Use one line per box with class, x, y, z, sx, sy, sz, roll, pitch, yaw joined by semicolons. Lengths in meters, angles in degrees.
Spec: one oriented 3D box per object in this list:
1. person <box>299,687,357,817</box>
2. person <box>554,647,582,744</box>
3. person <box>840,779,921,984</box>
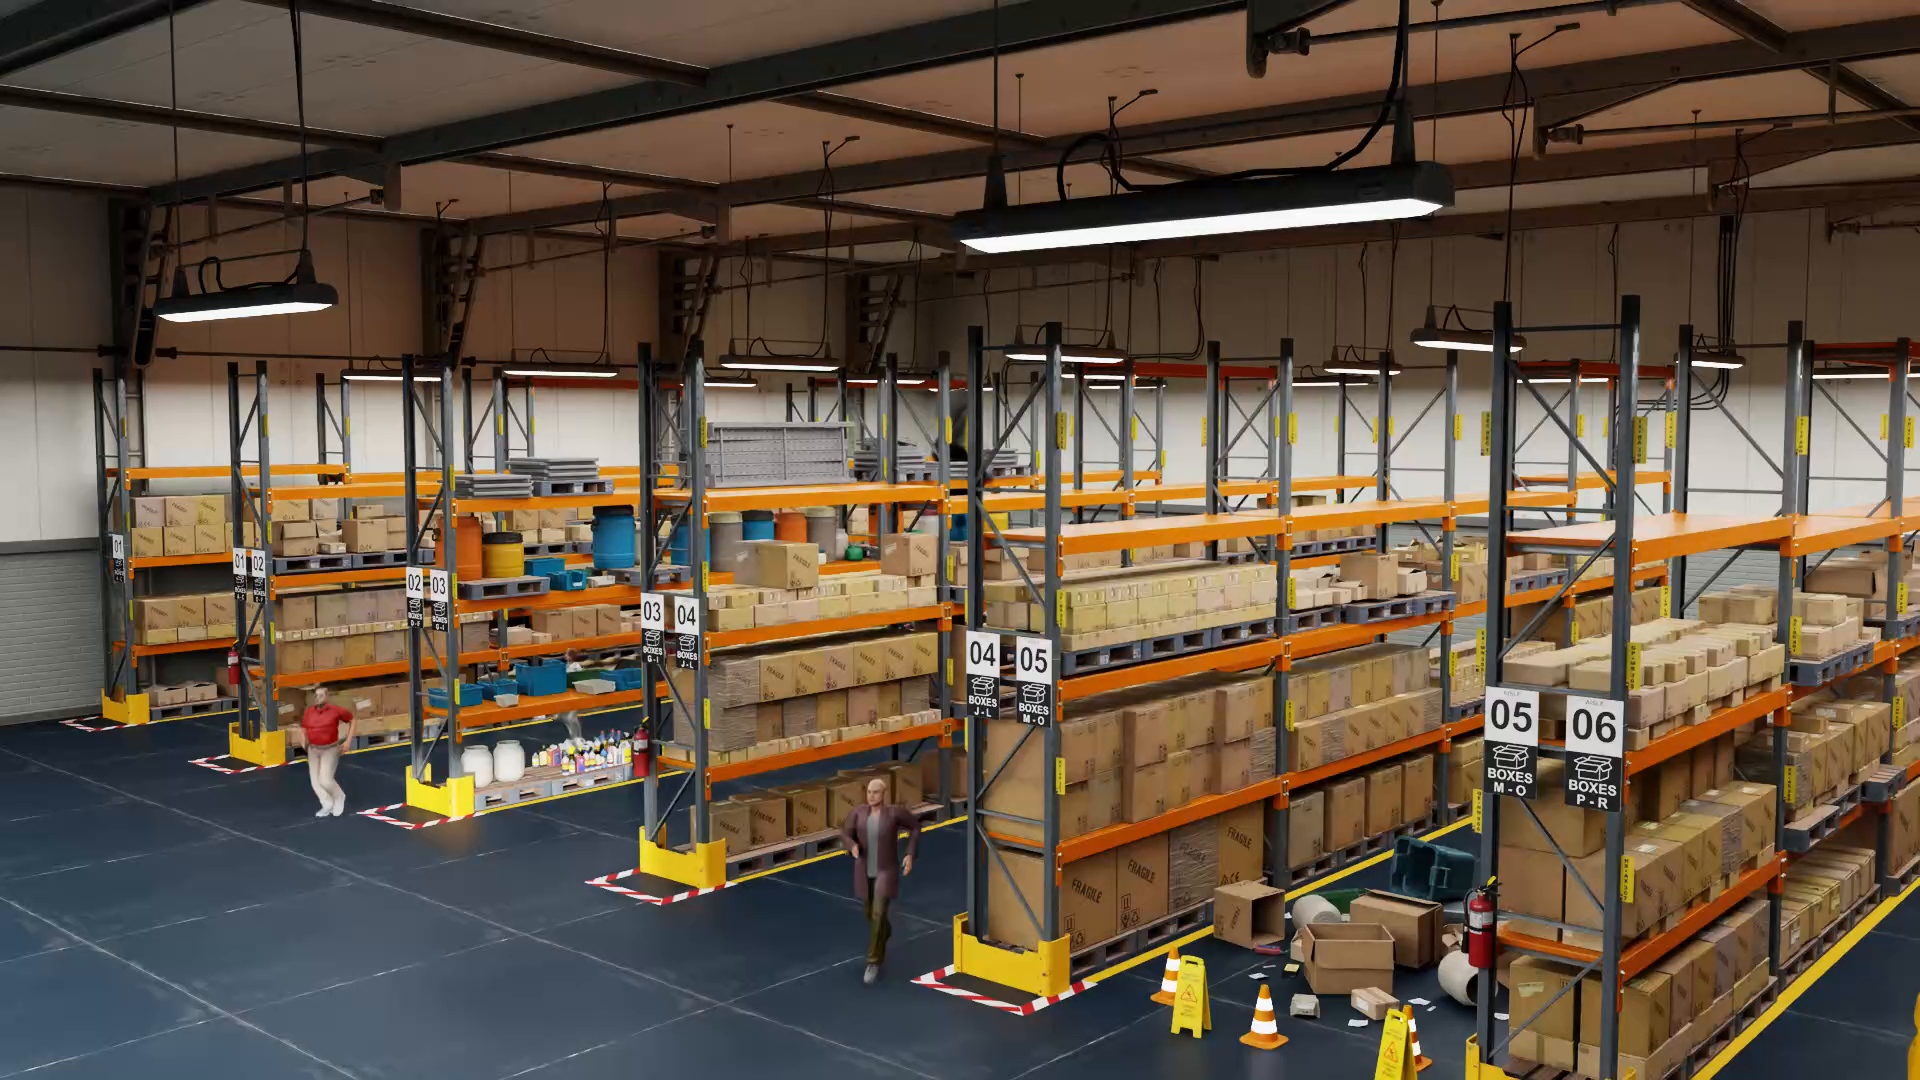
person;-8.182;2.746;21.388;0.690;1.707;0.623;0;4;6
person;-6.160;2.463;26.110;0.532;1.560;0.541;2;5;30
person;-0.757;3.121;15.559;0.739;1.810;0.938;1;4;19
